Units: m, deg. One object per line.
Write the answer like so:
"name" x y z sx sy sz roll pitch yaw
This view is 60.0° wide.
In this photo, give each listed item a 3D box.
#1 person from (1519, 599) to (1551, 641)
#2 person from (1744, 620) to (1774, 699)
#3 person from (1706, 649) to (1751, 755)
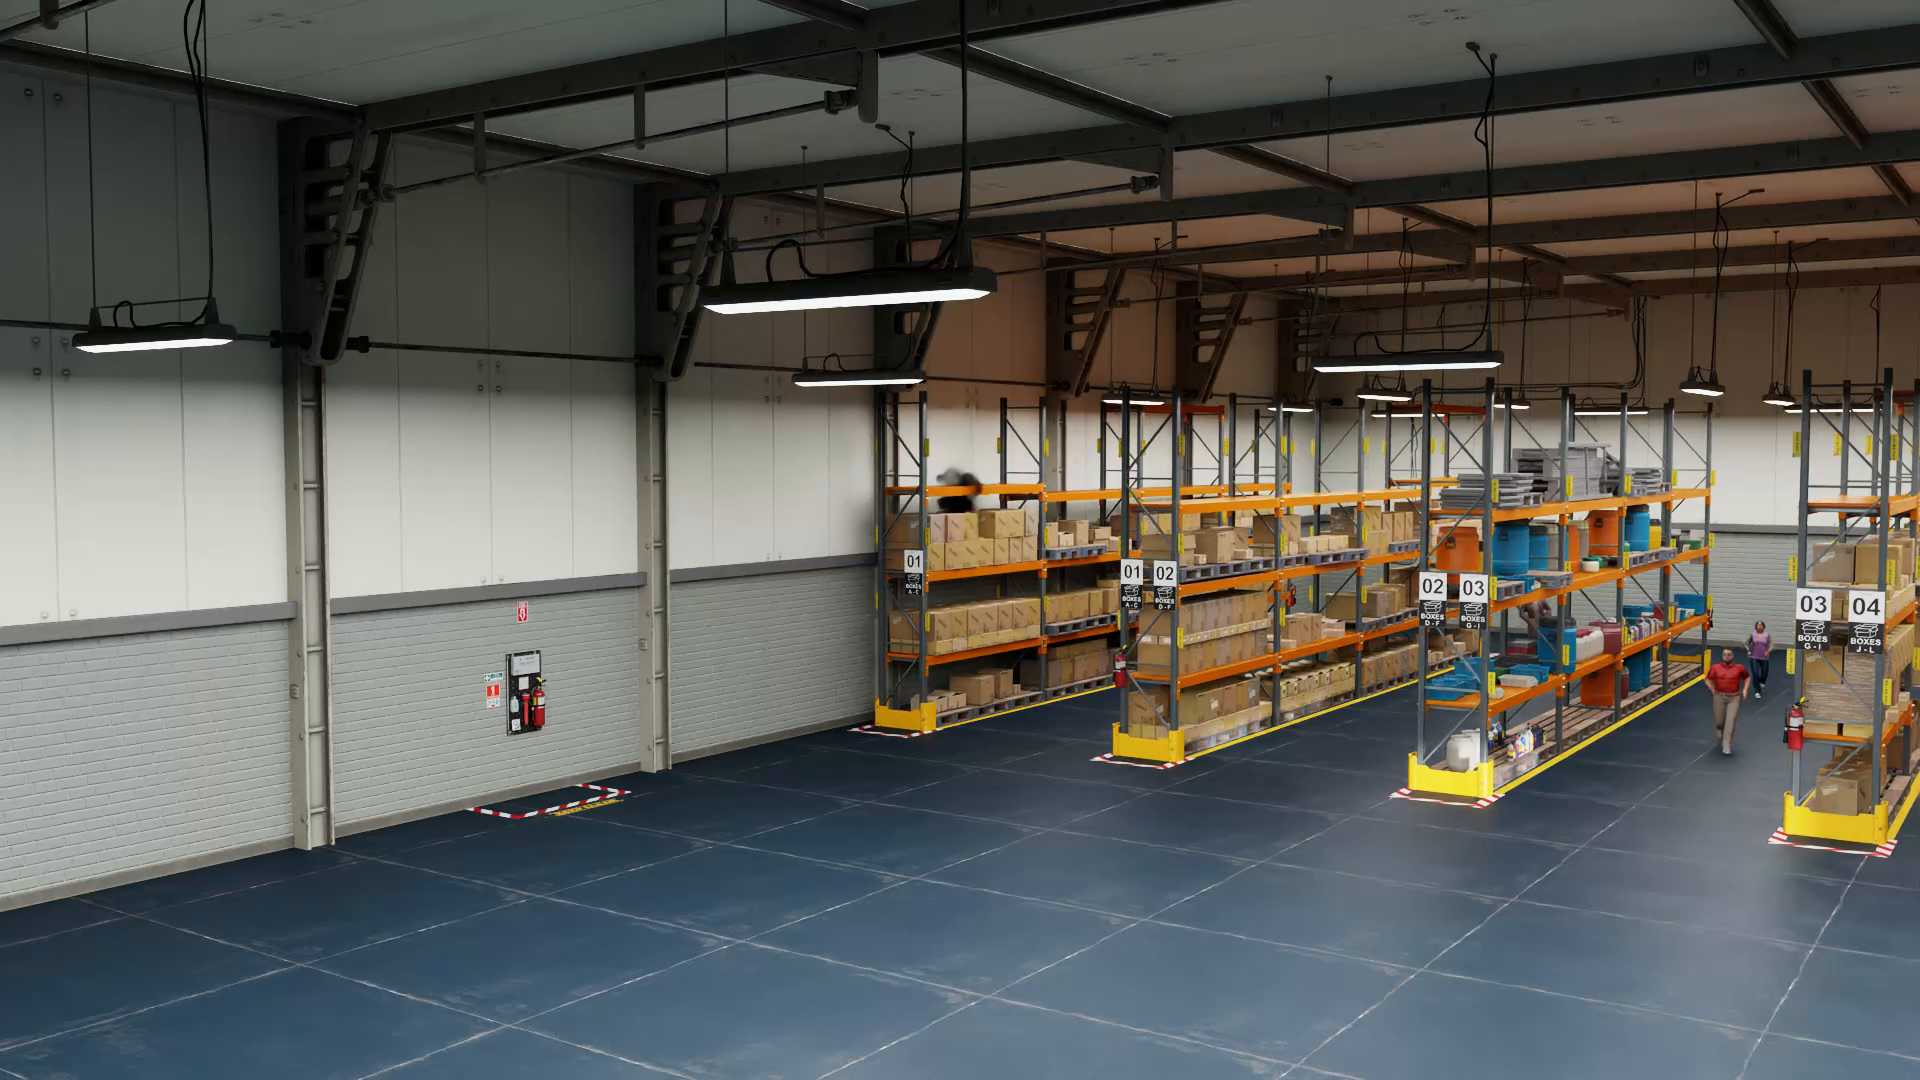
"person" 13.416 1.975 38.744 0.739 1.643 0.518 1 3 13
"person" 15.995 2.378 33.308 0.537 1.549 0.582 1 3 24
"person" 12.662 2.638 27.424 0.678 1.692 0.905 2 4 27
